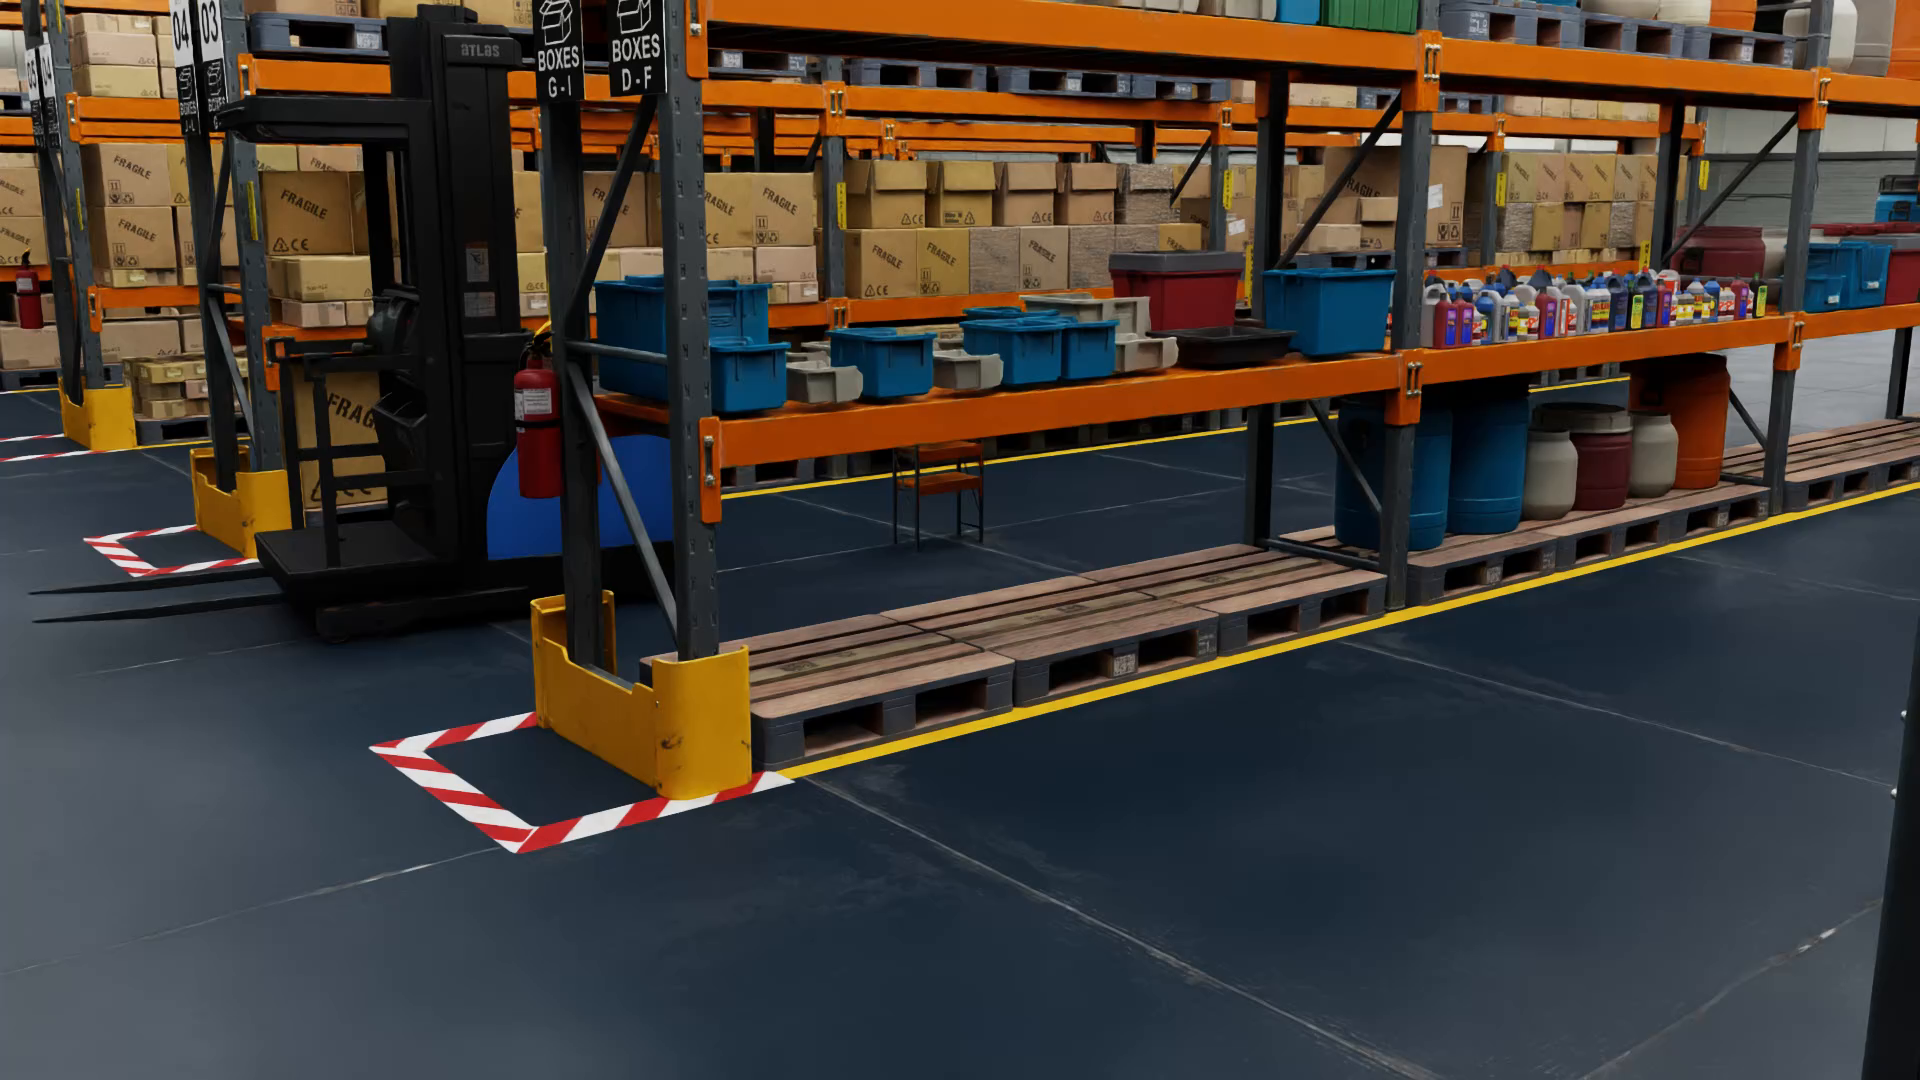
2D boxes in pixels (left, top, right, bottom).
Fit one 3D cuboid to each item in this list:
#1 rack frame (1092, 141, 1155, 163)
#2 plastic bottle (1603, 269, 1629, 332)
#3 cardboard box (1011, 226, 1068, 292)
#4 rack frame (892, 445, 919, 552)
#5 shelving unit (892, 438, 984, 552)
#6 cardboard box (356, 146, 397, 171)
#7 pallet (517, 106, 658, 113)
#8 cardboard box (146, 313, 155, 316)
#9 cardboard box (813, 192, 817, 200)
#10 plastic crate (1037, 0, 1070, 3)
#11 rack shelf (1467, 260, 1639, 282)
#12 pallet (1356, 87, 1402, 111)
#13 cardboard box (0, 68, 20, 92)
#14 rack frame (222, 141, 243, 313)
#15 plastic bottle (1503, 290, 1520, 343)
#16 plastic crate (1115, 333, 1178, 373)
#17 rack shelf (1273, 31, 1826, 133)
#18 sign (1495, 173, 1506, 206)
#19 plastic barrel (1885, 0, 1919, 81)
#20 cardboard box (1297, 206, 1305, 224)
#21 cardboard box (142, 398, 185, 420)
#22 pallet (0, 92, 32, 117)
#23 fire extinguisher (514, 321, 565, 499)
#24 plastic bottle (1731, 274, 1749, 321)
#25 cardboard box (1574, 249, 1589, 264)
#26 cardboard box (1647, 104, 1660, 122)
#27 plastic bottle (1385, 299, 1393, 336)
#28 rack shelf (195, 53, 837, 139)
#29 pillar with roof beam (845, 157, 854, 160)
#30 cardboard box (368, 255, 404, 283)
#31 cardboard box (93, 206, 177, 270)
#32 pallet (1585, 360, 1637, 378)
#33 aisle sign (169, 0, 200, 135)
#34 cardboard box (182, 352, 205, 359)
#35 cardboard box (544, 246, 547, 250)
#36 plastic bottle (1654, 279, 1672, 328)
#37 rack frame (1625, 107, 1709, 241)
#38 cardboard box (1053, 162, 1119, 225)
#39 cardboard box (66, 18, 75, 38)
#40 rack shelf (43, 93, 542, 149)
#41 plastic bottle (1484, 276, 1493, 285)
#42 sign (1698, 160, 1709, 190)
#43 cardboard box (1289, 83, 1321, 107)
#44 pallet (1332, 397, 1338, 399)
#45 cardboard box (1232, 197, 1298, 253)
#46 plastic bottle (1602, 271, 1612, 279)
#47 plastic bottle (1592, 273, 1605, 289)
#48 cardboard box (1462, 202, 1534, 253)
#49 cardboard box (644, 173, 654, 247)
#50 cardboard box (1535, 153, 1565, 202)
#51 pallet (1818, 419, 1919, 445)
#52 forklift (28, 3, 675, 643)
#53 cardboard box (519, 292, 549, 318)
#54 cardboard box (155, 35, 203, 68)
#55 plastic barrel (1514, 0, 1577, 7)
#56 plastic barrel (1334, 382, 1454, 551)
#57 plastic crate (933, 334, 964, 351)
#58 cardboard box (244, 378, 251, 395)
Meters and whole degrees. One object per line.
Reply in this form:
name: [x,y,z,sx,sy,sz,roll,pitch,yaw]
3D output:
rack frame: [2.042,-3.848,21.030,0.127,3.000,1.000,-9,15,-38]
plastic bottle: [3.691,-1.359,9.425,0.185,0.351,0.144,-9,15,-38]
cardboard box: [0.513,-2.259,13.303,0.500,0.500,0.500,-9,15,-37]
rack frame: [-0.320,-0.534,9.754,0.015,1.200,0.240,-9,15,-38]
shelving unit: [-0.129,-0.565,9.903,0.503,1.200,0.258,-9,15,-38]
cardboard box: [-5.212,-3.257,14.880,0.500,0.500,0.500,-9,15,-36]
pallet: [-3.657,-4.248,16.145,1.003,0.211,1.213,-9,15,-38]
cardboard box: [-11.482,-3.112,23.414,0.250,0.149,0.380,-10,15,-38]
cardboard box: [-2.140,-4.810,23.592,0.500,0.500,0.500,-9,15,-36]
plastic crate: [0.150,-2.261,6.482,0.767,0.338,0.504,-9,15,-38]
rack shelf: [6.623,-2.938,18.476,4.000,0.370,1.077,-9,15,-38]
pallet: [3.705,-4.208,15.955,1.003,0.211,1.213,-9,15,-38]
cardboard box: [-10.205,-4.802,17.409,0.500,0.250,0.500,-11,16,-43]
rack frame: [-10.480,-4.404,23.649,0.127,3.000,1.000,-9,15,-38]
plastic bottle: [2.901,-1.183,8.786,0.097,0.271,0.097,0,12,0]
plastic crate: [0.737,-0.815,7.235,0.466,0.136,0.293,-9,15,-38]
rack shelf: [3.470,-2.564,9.493,4.000,0.370,1.077,-9,15,-38]
sign: [5.411,-3.507,16.637,0.005,0.325,0.100,-9,15,-38]
plastic barrel: [6.320,-3.542,11.331,0.708,0.830,0.600,-9,15,-38]
cardboard box: [4.488,-4.310,22.844,0.550,0.550,0.875,-9,15,-38]
cardboard box: [-6.720,-1.118,14.025,0.250,0.149,0.380,-9,15,-37]
pallet: [-9.927,-4.603,17.575,1.213,0.211,1.003,-9,15,-38]
fire extinguisher: [-1.617,-0.504,6.365,0.183,0.674,0.296,-9,15,-38]
plastic bottle: [4.802,-1.499,10.250,0.133,0.283,0.061,-9,15,-38]
cardboard box: [6.580,-3.084,18.034,0.250,0.149,0.380,-9,15,-38]
cardboard box: [7.579,-4.774,18.532,0.500,0.250,0.500,-9,15,-37]
plastic bottle: [2.392,-1.225,9.155,0.097,0.201,0.097,0,12,0]
rack shelf: [-2.747,-2.848,10.832,4.000,0.370,1.077,-9,15,-38]
pillar with roof beam: [0.473,-8.254,27.334,0.400,9.000,9.100,-9,15,-38]
cardboard box: [-3.364,-1.633,10.241,0.500,0.250,0.500,-10,15,-38]
cardboard box: [-6.805,-2.499,13.719,0.500,0.500,0.500,-9,15,-35]
pallet: [7.469,-2.076,19.397,1.213,0.211,1.003,-9,15,-38]
aisle sign: [-4.553,-2.784,9.761,0.004,0.787,0.394,-9,15,-38]
cardboard box: [-6.719,-1.580,14.769,0.250,0.149,0.380,-10,15,-39]
cardboard box: [-2.899,-1.852,11.272,0.500,0.250,0.500,-9,15,-38]
plastic bottle: [4.090,-1.381,9.692,0.133,0.283,0.061,-9,15,-38]
rack frame: [8.185,-3.550,19.624,0.127,3.000,1.000,-9,15,-38]
cardboard box: [0.846,-2.875,13.790,0.637,0.503,0.797,-9,15,-36]
cardboard box: [-7.253,-4.215,13.735,0.250,0.149,0.380,-10,15,-38]
rack shelf: [-5.767,-3.666,14.682,4.000,0.370,1.077,-9,15,-38]
plastic bottle: [3.132,-1.433,9.939,0.133,0.283,0.061,-9,15,-38]
sign: [8.516,-4.178,19.034,0.005,0.325,0.100,-9,15,-38]
cardboard box: [2.865,-3.992,14.845,0.500,0.250,0.500,-9,15,-36]
pallet: [4.454,-1.565,16.992,1.213,0.211,1.003,-9,15,-38]
cardboard box: [2.708,-2.931,15.459,0.500,0.500,0.700,-7,14,-29]
plastic bottle: [4.131,-1.584,10.664,0.135,0.276,0.152,-9,15,-38]
plastic bottle: [4.061,-1.561,10.568,0.097,0.271,0.097,0,12,0]
cardboard box: [5.451,-3.273,17.366,0.500,0.500,0.875,-9,15,-38]
cardboard box: [-2.109,-2.348,11.805,0.500,0.500,0.500,-9,15,-38]
cardboard box: [5.961,-3.796,17.422,0.500,0.500,0.500,-9,15,-38]
pallet: [7.566,-0.755,13.176,1.213,0.211,1.003,-9,15,-38]
forklift: [-2.963,-1.074,8.131,3.031,2.935,1.130,-7,14,-30]
cardboard box: [-2.823,-1.510,10.625,0.250,0.149,0.380,-10,15,-38]
cardboard box: [-6.417,-4.012,13.738,0.500,0.250,0.500,-10,15,-38]
plastic barrel: [3.146,-3.353,9.260,0.708,0.901,0.600,-9,15,-38]
plastic barrel: [2.344,-0.436,9.001,0.708,0.901,0.600,-9,15,-38]
plastic crate: [-0.034,-0.822,7.271,0.250,0.136,0.298,-9,15,-38]
cardboard box: [-6.106,-1.362,14.457,0.250,0.149,0.380,-9,15,-36]
